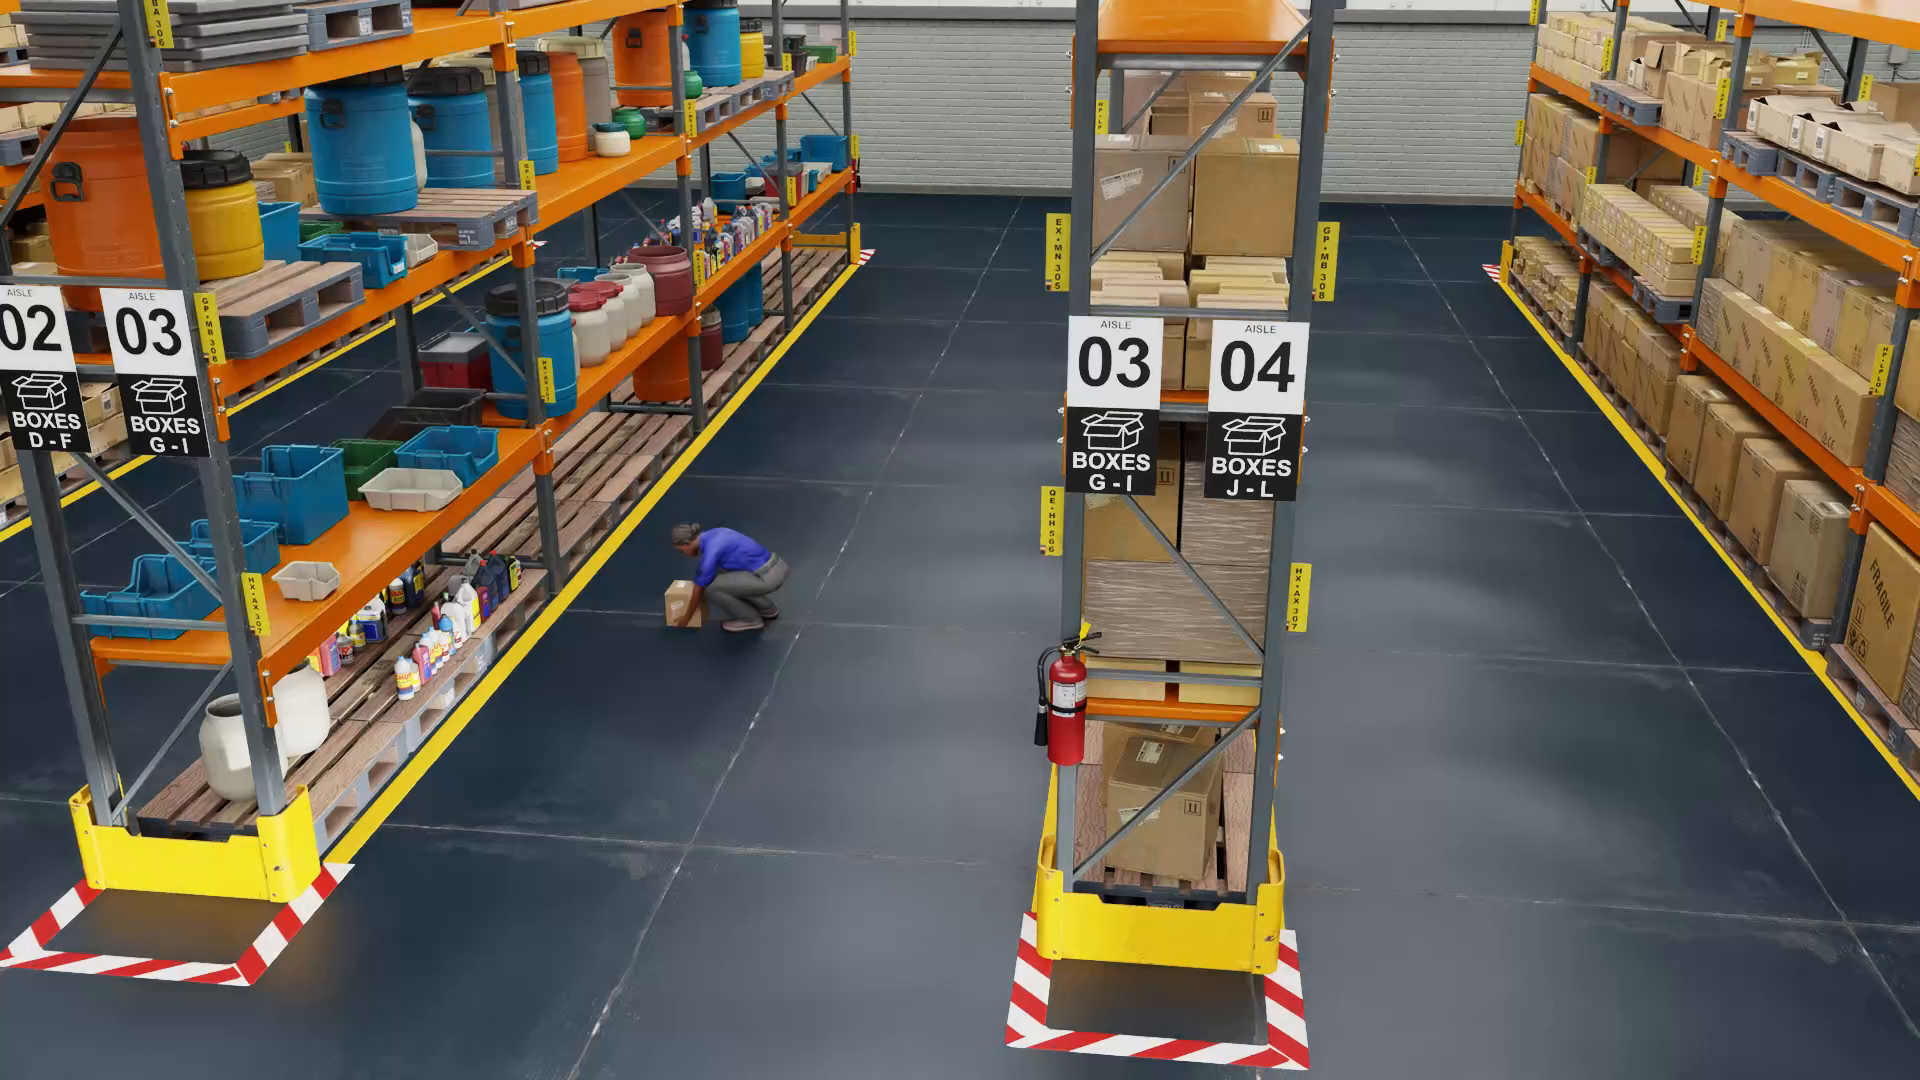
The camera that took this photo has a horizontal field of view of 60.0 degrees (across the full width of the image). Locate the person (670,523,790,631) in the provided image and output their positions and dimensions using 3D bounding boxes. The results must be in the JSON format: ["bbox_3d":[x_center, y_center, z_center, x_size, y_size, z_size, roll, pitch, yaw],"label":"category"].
[{"bbox_3d":[-1.618,0.256,11.740,0.813,0.814,0.471,2,21,6],"label":"person"}]
